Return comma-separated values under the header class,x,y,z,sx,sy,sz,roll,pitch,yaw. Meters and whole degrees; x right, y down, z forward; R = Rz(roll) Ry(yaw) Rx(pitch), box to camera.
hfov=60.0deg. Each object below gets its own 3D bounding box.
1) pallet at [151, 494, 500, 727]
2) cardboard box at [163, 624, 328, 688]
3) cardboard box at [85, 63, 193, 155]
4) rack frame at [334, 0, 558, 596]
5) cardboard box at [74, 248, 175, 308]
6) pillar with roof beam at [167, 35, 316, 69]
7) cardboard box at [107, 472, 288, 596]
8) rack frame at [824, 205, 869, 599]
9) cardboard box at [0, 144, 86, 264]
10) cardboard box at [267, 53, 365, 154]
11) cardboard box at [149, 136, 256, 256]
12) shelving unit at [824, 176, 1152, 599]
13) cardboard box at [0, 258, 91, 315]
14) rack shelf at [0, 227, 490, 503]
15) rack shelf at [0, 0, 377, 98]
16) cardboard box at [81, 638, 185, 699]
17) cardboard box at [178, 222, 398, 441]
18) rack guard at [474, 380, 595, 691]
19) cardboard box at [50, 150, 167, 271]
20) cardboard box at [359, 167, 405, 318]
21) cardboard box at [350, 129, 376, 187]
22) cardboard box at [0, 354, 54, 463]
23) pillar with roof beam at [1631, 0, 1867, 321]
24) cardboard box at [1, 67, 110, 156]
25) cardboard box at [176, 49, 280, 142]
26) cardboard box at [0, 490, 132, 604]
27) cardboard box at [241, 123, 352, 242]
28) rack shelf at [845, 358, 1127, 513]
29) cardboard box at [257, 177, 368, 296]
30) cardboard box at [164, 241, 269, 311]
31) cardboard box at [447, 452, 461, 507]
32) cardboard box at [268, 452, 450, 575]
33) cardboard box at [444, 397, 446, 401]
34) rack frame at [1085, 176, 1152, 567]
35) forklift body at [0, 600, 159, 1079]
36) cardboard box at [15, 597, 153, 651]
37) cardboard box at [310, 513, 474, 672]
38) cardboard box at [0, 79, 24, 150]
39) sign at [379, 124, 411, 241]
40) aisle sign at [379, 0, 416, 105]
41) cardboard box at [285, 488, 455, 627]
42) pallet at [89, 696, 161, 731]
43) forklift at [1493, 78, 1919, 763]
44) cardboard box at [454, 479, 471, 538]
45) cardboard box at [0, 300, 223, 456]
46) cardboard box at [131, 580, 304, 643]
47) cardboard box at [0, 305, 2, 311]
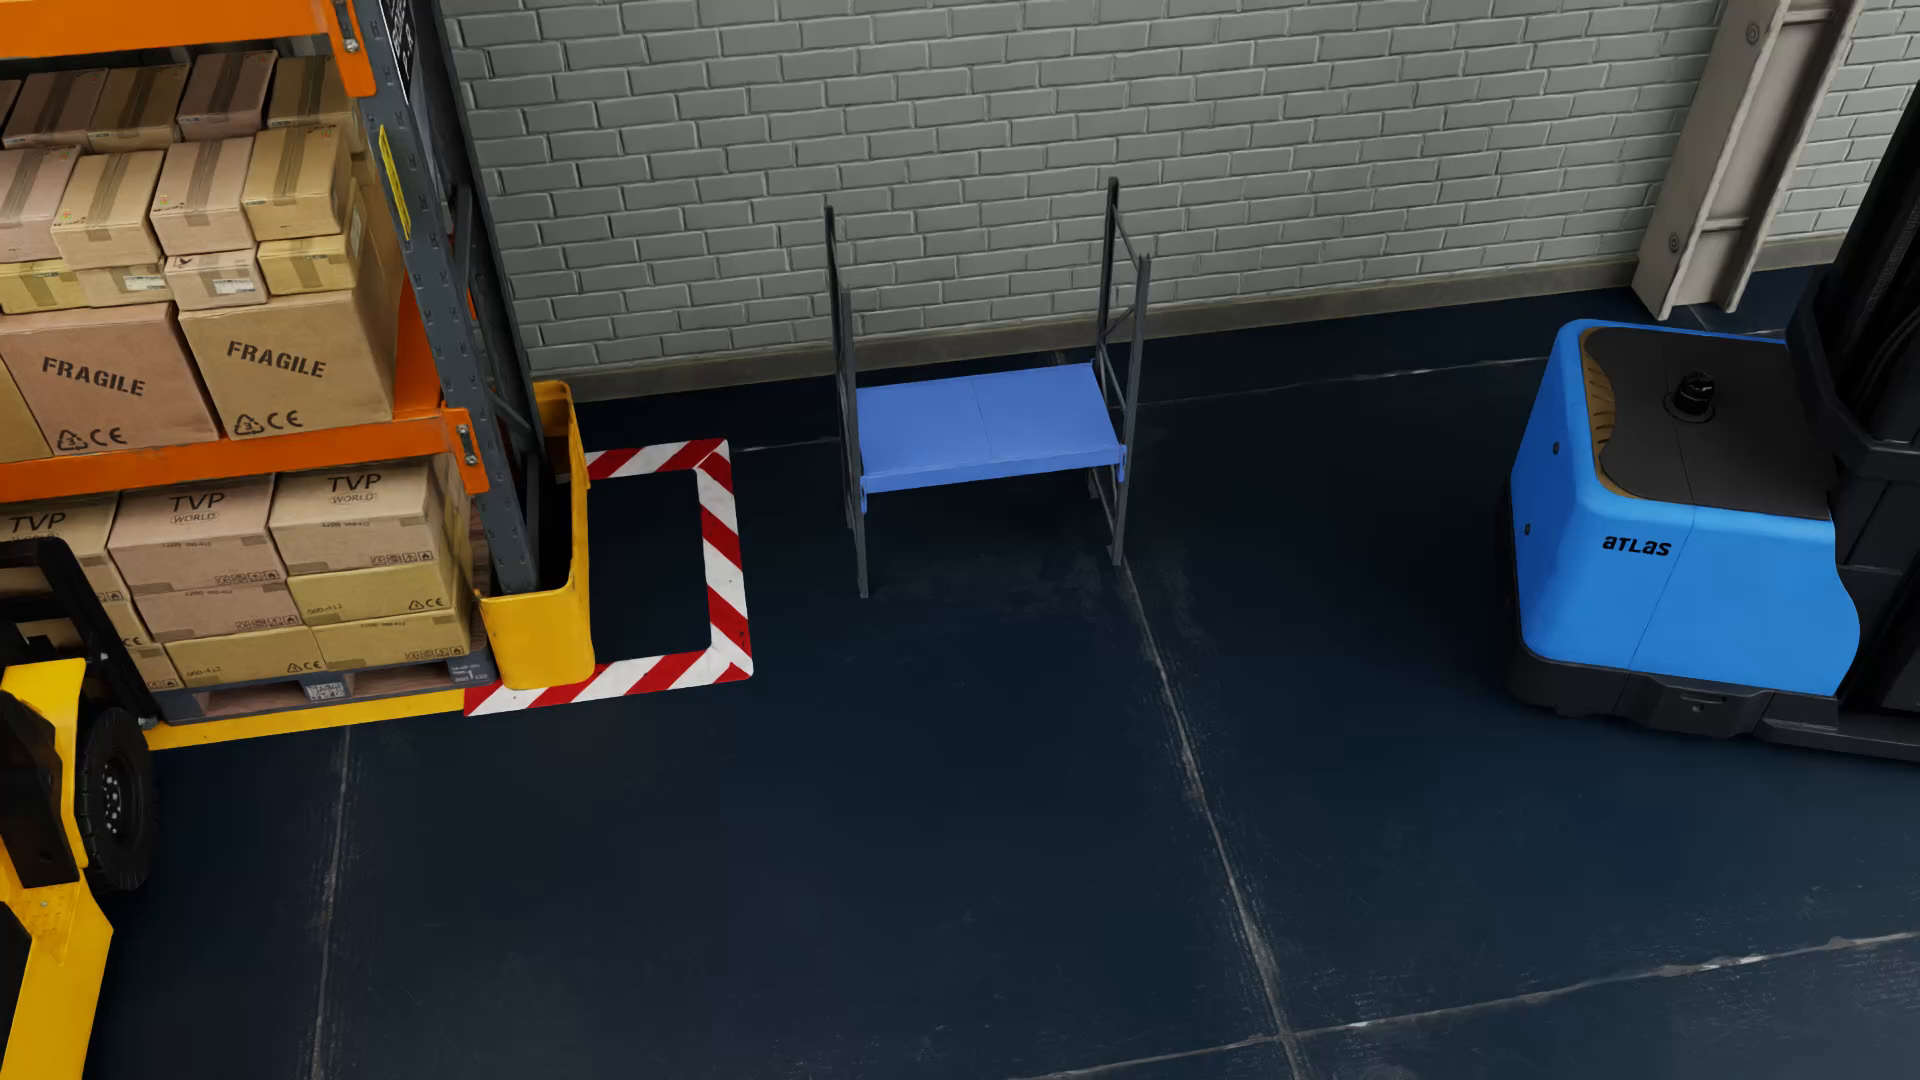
class,x,y,z,sx,sy,sz,roll,pitch,yaw
pallet,-2.409,0.187,6.423,1.213,0.211,1.003,-7,46,-7
cardboard box,-2.563,0.241,6.053,0.500,0.250,0.500,-7,46,-7
cardboard box,-2.551,-1.326,5.218,0.250,0.149,0.380,-6,46,-6
rack frame,-1.662,-0.904,5.538,0.127,3.000,1.000,-7,46,-7
cardboard box,-2.469,-0.881,4.996,0.250,0.149,0.380,-6,46,-6
pillar with roof beam,-1.768,-0.484,0.968,0.400,9.000,9.100,-7,46,-7
cardboard box,-2.565,-0.097,5.684,0.500,0.250,0.500,-6,46,-6
rack frame,-0.417,-0.468,6.160,0.032,1.500,0.500,-7,46,-7
cardboard box,-2.728,-0.992,4.896,0.250,0.149,0.380,-7,46,-7
cardboard box,-2.030,-1.377,5.267,0.250,0.149,0.380,-8,47,-8
cardboard box,-2.217,-1.021,4.924,0.250,0.149,0.380,-7,46,-7
shelving unit,0.084,-0.531,6.220,1.048,1.500,0.538,-7,46,-7
cardboard box,-2.715,-0.859,4.975,0.250,0.149,0.380,-7,47,-7
rack shelf,-3.633,-0.408,5.560,4.000,0.370,1.077,-7,46,-7
rack shelf,-3.633,-1.449,4.480,4.000,0.370,1.077,-7,46,-7
cardboard box,-3.057,0.296,6.000,0.500,0.250,0.500,-7,46,-6
cardboard box,-2.102,-0.692,5.264,0.500,0.500,0.500,-8,47,-8
rack guard,-1.638,-0.039,6.441,0.348,0.500,1.175,-7,46,-7
cardboard box,-2.470,-0.969,4.875,0.250,0.149,0.380,-6,46,-6
cardboard box,-2.198,-1.075,5.633,0.500,0.500,0.500,-6,46,-5
cardboard box,-2.041,-1.306,5.405,0.250,0.149,0.380,-8,47,-8
cardboard box,-3.120,-0.571,5.148,0.500,0.500,0.500,-8,47,-8
pillar with roof beam,4.144,-1.221,1.678,0.400,9.000,9.100,-7,46,-7
cardboard box,-2.797,-1.306,5.199,0.250,0.149,0.380,-7,46,-7
cardboard box,-2.302,-1.389,5.279,0.250,0.149,0.380,-6,46,-5
cardboard box,-3.060,-0.028,5.618,0.500,0.250,0.500,-7,46,-6
cardboard box,-1.979,-1.073,4.975,0.250,0.149,0.380,-7,46,-7
rack shelf,0.084,-0.406,6.350,1.000,0.185,0.538,-7,46,-7
cardboard box,-1.956,-0.922,5.036,0.250,0.149,0.380,-6,46,-6
cardboard box,-2.203,-0.870,4.985,0.250,0.149,0.380,-6,46,-6
cardboard box,-2.161,-0.358,6.283,0.500,0.250,0.500,-6,46,-6
cardboard box,-2.063,-0.164,5.749,0.500,0.250,0.500,-6,46,-5
cardboard box,-2.168,-0.518,6.089,0.500,0.250,0.500,-8,47,-7
rack frame,0.585,-0.593,6.280,0.032,1.500,0.500,-7,46,-7
forklift body,-3.220,0.918,4.372,1.214,2.155,2.313,-7,46,-7
cardboard box,-3.090,0.145,5.798,0.500,0.250,0.500,-8,47,-8
cardboard box,-2.071,0.187,6.105,0.500,0.250,0.500,-7,46,-7
cardboard box,-3.053,-1.256,5.151,0.250,0.149,0.380,-6,46,-6
sign,-1.583,-1.001,4.663,0.005,0.325,0.100,-7,46,-7
aisle sign,-1.547,-1.605,4.408,0.004,0.787,0.394,-7,46,-7
cardboard box,-2.088,0.013,5.925,0.500,0.250,0.500,-8,47,-7
pallet,-3.608,0.335,6.281,1.213,0.211,1.003,-7,46,-7
forklift,3.575,-0.561,5.255,3.031,2.935,1.130,7,47,7
cardboard box,-2.179,-0.174,6.452,0.500,0.250,0.500,-7,46,-7
cardboard box,-2.615,-0.634,5.209,0.500,0.500,0.500,-6,46,-6
cardboard box,-2.584,0.067,5.873,0.500,0.250,0.500,-8,47,-7
cardboard box,-2.970,-0.792,4.911,0.250,0.149,0.380,-8,47,-8
